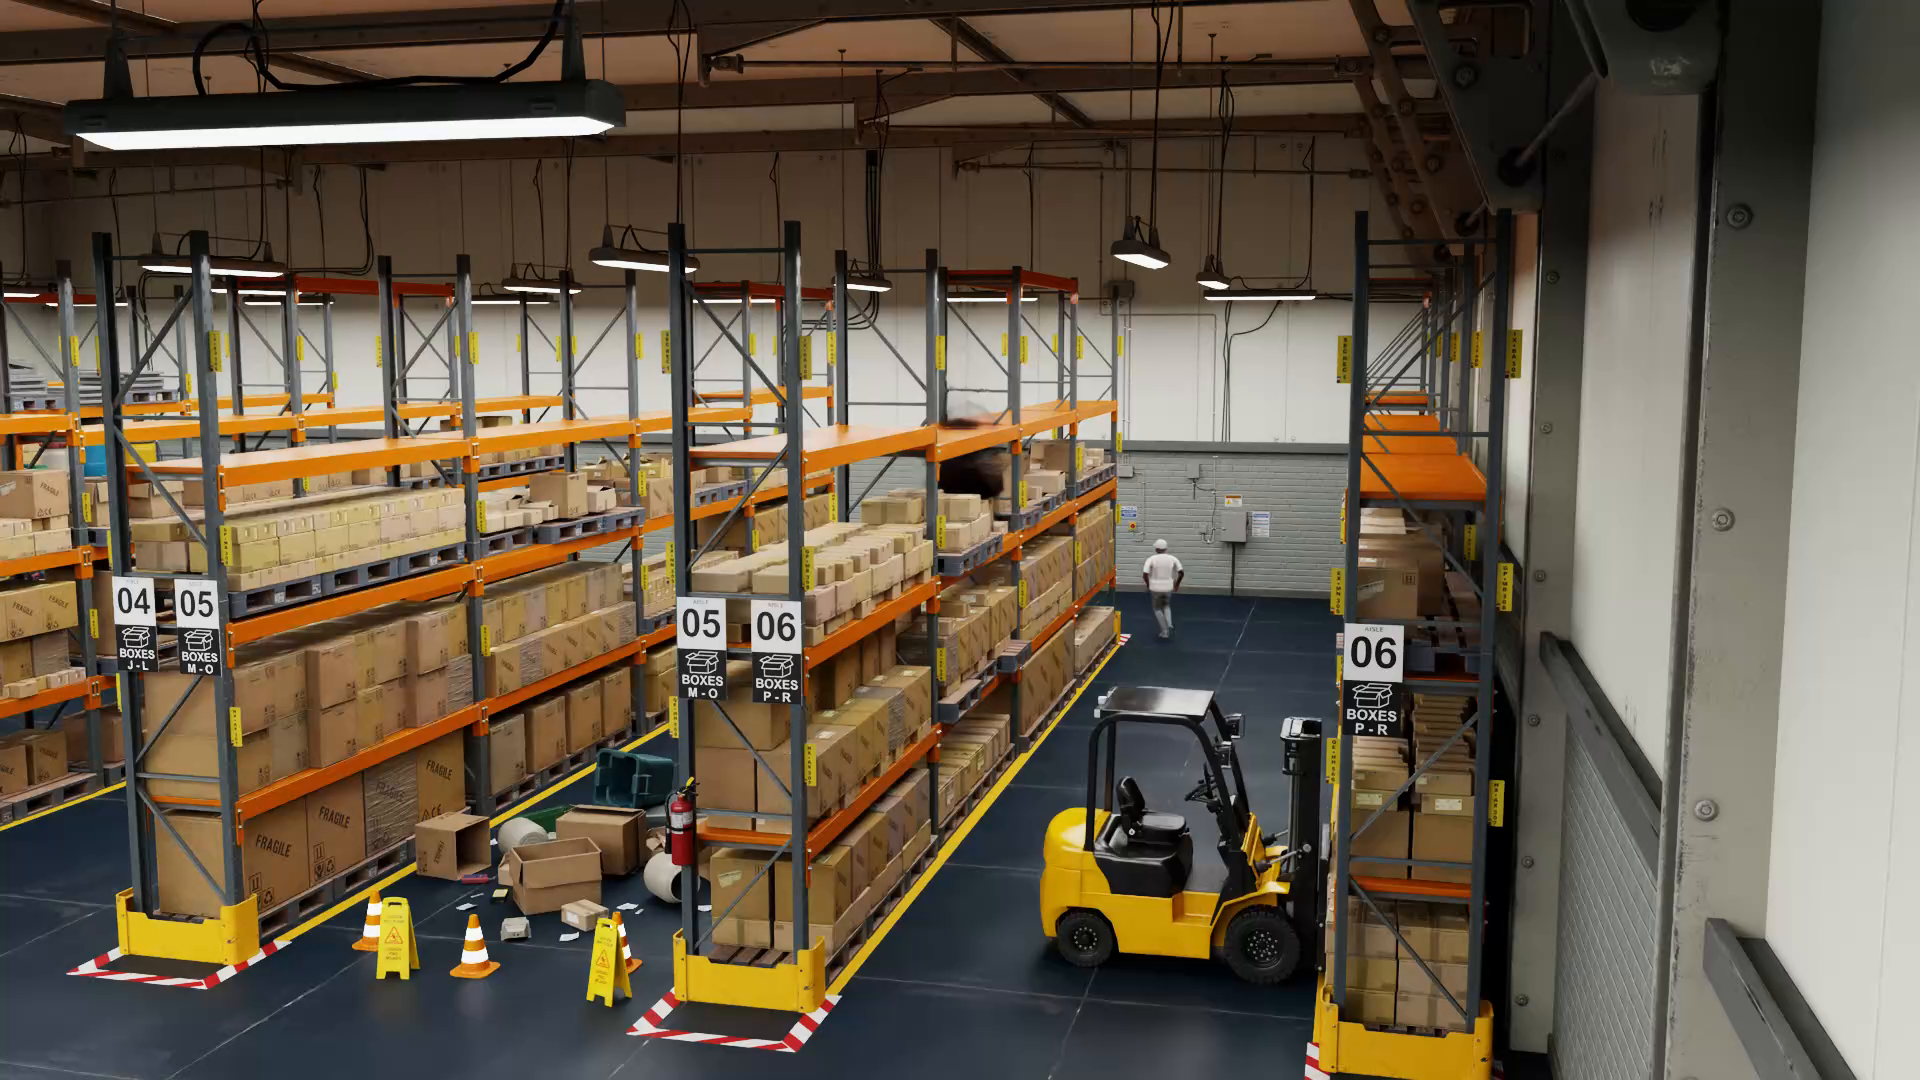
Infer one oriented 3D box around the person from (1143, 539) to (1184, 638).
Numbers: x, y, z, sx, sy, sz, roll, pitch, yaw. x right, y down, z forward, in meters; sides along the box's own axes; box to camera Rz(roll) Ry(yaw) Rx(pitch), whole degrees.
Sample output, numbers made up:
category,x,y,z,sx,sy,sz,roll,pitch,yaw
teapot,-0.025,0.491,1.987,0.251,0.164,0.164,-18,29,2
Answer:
category,x,y,z,sx,sy,sz,roll,pitch,yaw
person,3.469,0.839,28.718,0.692,1.743,0.527,-1,7,-9
